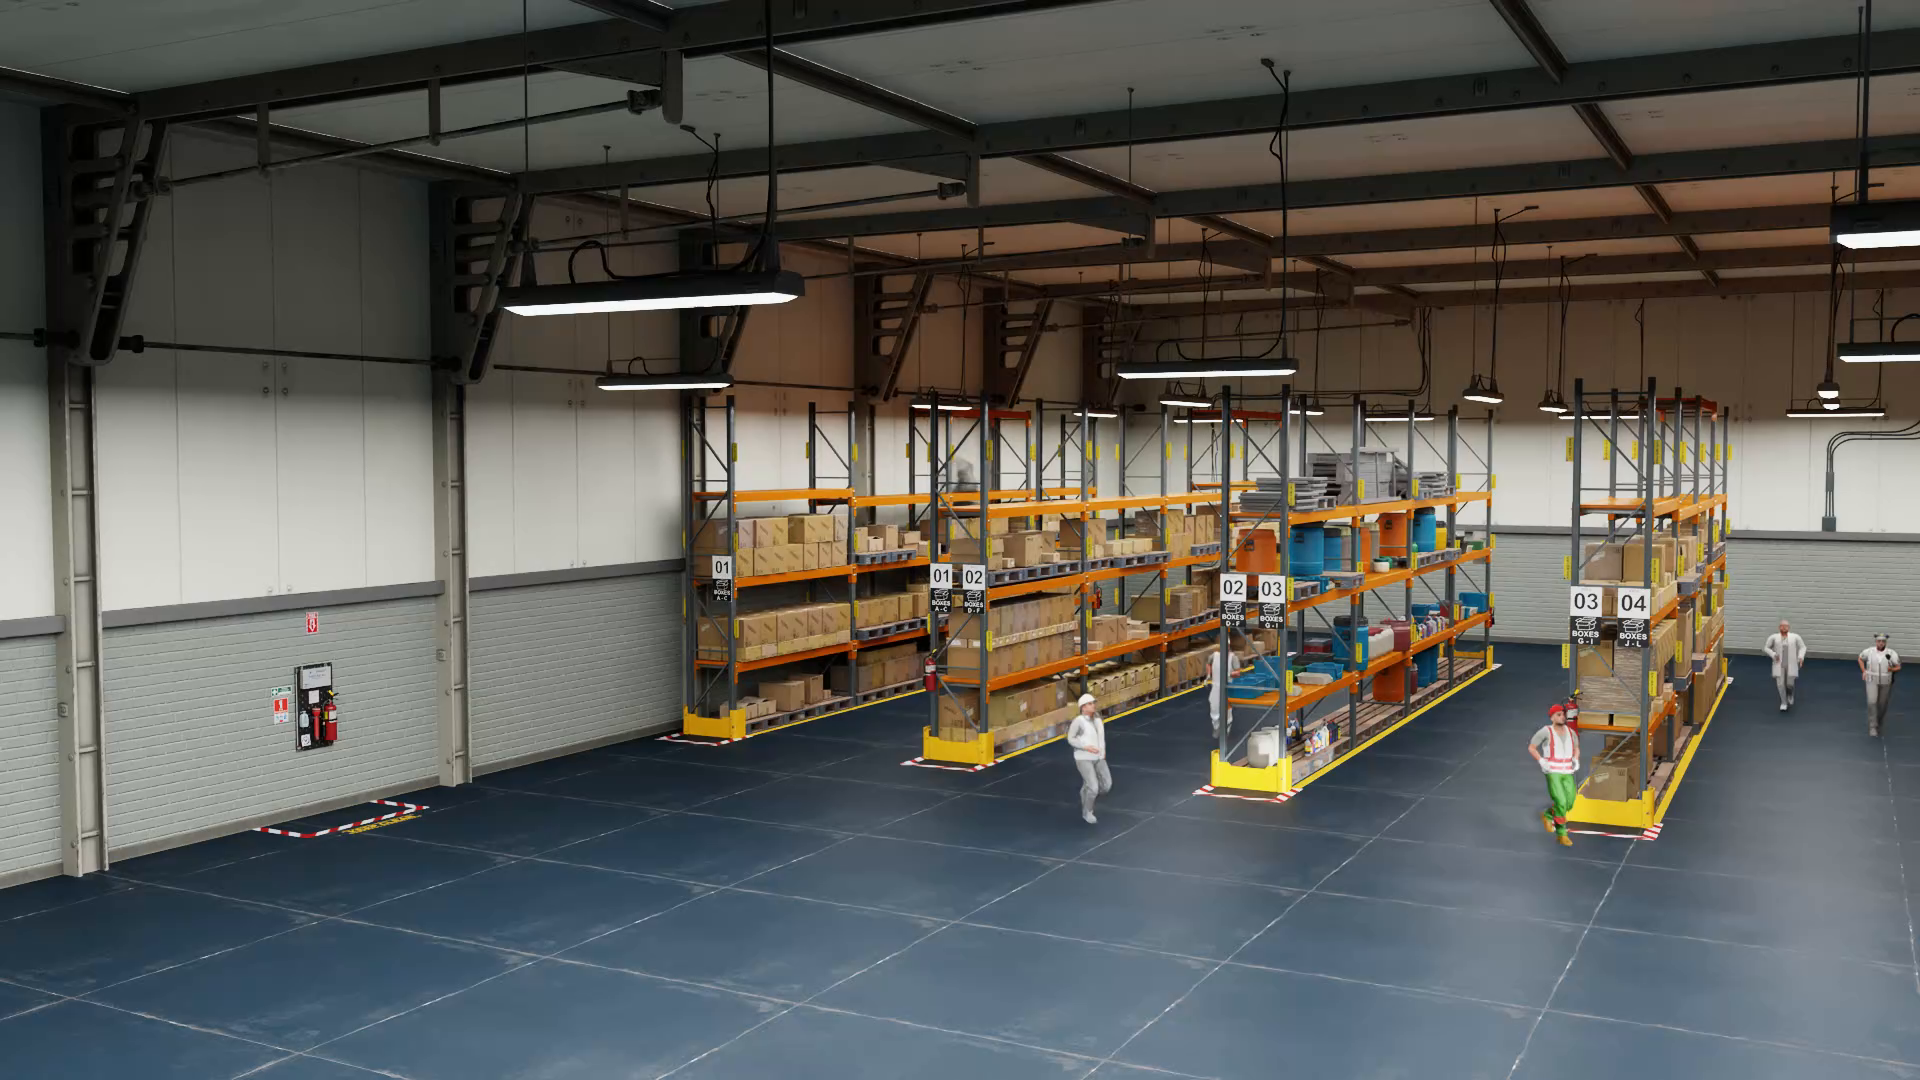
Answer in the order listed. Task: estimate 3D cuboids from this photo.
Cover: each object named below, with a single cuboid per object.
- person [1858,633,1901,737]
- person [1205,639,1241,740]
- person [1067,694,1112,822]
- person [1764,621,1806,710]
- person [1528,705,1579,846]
[{"bbox_3d":[16.367,2.555,29.594,0.653,1.828,0.911,1,3,23],"label":"person"},{"bbox_3d":[4.570,2.582,28.995,0.640,1.790,0.709,1,3,17],"label":"person"},{"bbox_3d":[1.765,2.952,22.568,0.711,1.730,0.547,-3,4,-42],"label":"person"},{"bbox_3d":[16.020,2.467,32.321,0.728,1.662,0.670,2,3,29],"label":"person"},{"bbox_3d":[7.716,3.012,21.482,0.679,1.774,0.690,-1,3,-15],"label":"person"}]
